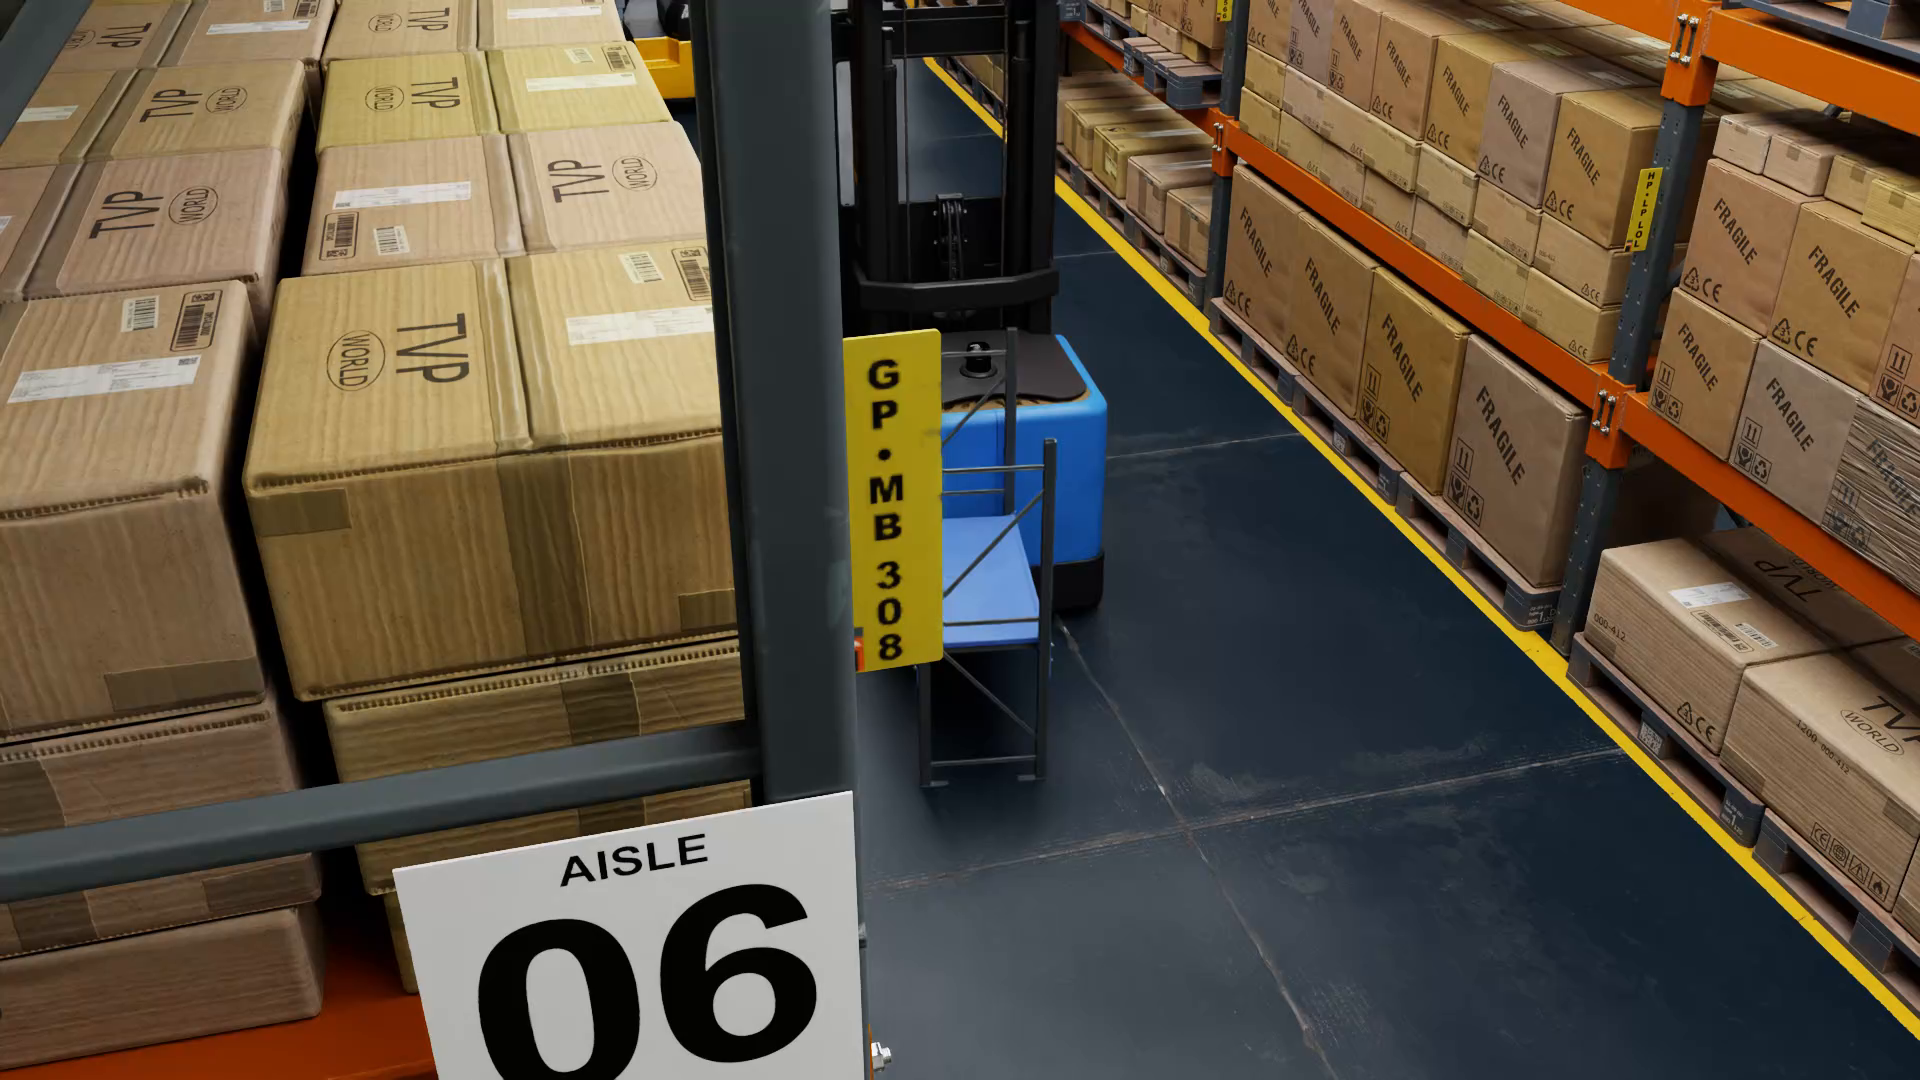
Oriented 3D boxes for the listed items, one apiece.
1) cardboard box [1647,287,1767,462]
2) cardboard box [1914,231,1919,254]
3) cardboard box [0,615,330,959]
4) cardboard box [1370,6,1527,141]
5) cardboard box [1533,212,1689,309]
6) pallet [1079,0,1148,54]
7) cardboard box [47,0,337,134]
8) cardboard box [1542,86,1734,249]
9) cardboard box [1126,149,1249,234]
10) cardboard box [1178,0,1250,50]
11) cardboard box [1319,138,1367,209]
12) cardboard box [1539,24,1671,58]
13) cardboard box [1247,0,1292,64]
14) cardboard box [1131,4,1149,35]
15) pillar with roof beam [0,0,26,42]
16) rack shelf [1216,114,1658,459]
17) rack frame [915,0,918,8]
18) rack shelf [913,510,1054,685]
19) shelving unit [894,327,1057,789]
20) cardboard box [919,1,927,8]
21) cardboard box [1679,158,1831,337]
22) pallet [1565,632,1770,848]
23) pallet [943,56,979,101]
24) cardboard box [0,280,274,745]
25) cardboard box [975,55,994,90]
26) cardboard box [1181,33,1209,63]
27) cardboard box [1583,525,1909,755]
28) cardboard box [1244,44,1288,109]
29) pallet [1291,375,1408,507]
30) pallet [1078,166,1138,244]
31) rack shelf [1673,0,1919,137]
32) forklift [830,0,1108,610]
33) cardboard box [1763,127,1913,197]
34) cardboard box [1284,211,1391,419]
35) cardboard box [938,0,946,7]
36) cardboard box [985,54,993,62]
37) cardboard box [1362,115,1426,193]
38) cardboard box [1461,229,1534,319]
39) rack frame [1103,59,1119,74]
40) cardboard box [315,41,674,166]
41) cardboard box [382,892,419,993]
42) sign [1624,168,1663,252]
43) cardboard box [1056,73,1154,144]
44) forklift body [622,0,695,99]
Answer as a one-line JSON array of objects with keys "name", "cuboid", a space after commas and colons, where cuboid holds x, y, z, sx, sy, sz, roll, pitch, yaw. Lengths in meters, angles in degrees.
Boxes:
[{"name": "cardboard box", "cuboid": [3.008, -0.652, 6.283, 0.500, 0.500, 0.500, -7, 31, -12]}, {"name": "cardboard box", "cuboid": [3.211, -0.940, 5.135, 0.380, 0.149, 0.250, -9, 31, -15]}, {"name": "cardboard box", "cuboid": [-0.968, 0.183, 1.799, 0.500, 0.250, 0.500, -8, 31, -14]}, {"name": "cardboard box", "cuboid": [2.363, -2.273, 8.085, 0.500, 0.500, 0.500, -7, 31, -12]}, {"name": "cardboard box", "cuboid": [2.784, -1.202, 6.984, 0.500, 0.250, 0.500, -8, 31, -13]}, {"name": "pallet", "cuboid": [1.509, -3.670, 11.788, 1.003, 0.211, 1.213, -8, 31, -13]}, {"name": "cardboard box", "cuboid": [-1.366, -0.777, 2.957, 0.500, 0.250, 0.500, -8, 31, -13]}, {"name": "cardboard box", "cuboid": [2.775, -1.529, 6.799, 0.500, 0.500, 0.500, -7, 31, -12]}, {"name": "cardboard box", "cuboid": [1.730, -2.476, 11.738, 0.950, 0.372, 0.625, -8, 31, -14]}, {"name": "cardboard box", "cuboid": [1.685, -3.339, 10.208, 0.500, 0.500, 0.500, -9, 31, -15]}, {"name": "cardboard box", "cuboid": [2.248, -1.968, 8.805, 0.500, 0.250, 0.500, -7, 31, -12]}, {"name": "cardboard box", "cuboid": [3.003, -2.082, 7.754, 0.500, 0.500, 0.500, -9, 31, -15]}, {"name": "cardboard box", "cuboid": [1.969, -3.008, 9.354, 0.500, 0.500, 0.500, -9, 31, -15]}, {"name": "cardboard box", "cuboid": [1.363, -3.492, 11.120, 0.380, 0.149, 0.250, -7, 31, -12]}, {"name": "pillar with roof beam", "cuboid": [1.817, -2.921, 4.314, 9.100, 9.000, 0.400, -8, 31, -13]}, {"name": "rack shelf", "cuboid": [2.605, -1.525, 8.609, 1.077, 0.370, 4.000, -8, 31, -13]}, {"name": "rack frame", "cuboid": [-0.050, -6.666, 16.773, 1.000, 3.000, 0.127, -8, 31, -13]}, {"name": "rack shelf", "cuboid": [0.038, 0.213, 6.744, 0.538, 0.185, 1.000, -3, 30, -5]}, {"name": "shelving unit", "cuboid": [0.038, 0.057, 6.654, 0.538, 1.500, 1.048, -3, 30, -5]}, {"name": "cardboard box", "cuboid": [-0.102, -5.232, 16.620, 0.500, 0.250, 0.500, -8, 31, -14]}, {"name": "cardboard box", "cuboid": [3.028, -1.084, 6.031, 0.500, 0.500, 0.500, -8, 31, -13]}, {"name": "pallet", "cuboid": [3.262, 0.714, 6.806, 1.003, 0.211, 1.213, -8, 31, -13]}, {"name": "pallet", "cuboid": [0.472, -4.437, 15.706, 1.003, 0.211, 1.213, -8, 31, -13]}, {"name": "cardboard box", "cuboid": [-0.975, -0.033, 1.672, 0.500, 0.250, 0.500, -9, 31, -15]}, {"name": "cardboard box", "cuboid": [0.445, -4.232, 14.892, 0.500, 0.250, 0.500, -9, 31, -15]}, {"name": "cardboard box", "cuboid": [1.619, -3.122, 10.482, 0.380, 0.149, 0.250, -7, 31, -13]}, {"name": "cardboard box", "cuboid": [3.199, 0.374, 6.748, 0.875, 0.438, 0.875, -8, 31, -14]}, {"name": "cardboard box", "cuboid": [1.970, -2.676, 9.530, 0.500, 0.250, 0.500, -8, 31, -14]}, {"name": "pallet", "cuboid": [2.531, -0.617, 9.104, 1.003, 0.211, 1.213, -8, 31, -13]}, {"name": "pallet", "cuboid": [1.548, -2.561, 12.464, 1.003, 0.211, 1.213, -8, 31, -13]}, {"name": "rack shelf", "cuboid": [3.666, -0.891, 4.519, 1.077, 0.370, 4.000, -8, 31, -13]}, {"name": "forklift", "cuboid": [-0.143, -1.606, 8.098, 1.130, 2.935, 3.031, -6, 31, -10]}, {"name": "cardboard box", "cuboid": [3.053, -1.319, 5.788, 0.380, 0.149, 0.250, -7, 31, -13]}, {"name": "cardboard box", "cuboid": [2.410, -1.289, 9.184, 0.875, 0.875, 0.875, -7, 31, -13]}, {"name": "cardboard box", "cuboid": [0.048, -5.293, 15.977, 0.500, 0.500, 0.500, -9, 31, -15]}, {"name": "cardboard box", "cuboid": [0.460, -4.546, 14.687, 0.500, 0.500, 0.500, -7, 31, -12]}, {"name": "cardboard box", "cuboid": [2.349, -1.937, 8.253, 0.500, 0.250, 0.500, -7, 31, -12]}, {"name": "cardboard box", "cuboid": [2.639, -1.235, 7.539, 0.500, 0.250, 0.500, -8, 31, -14]}, {"name": "rack frame", "cuboid": [1.012, -4.734, 13.435, 1.000, 3.000, 0.127, -8, 31, -13]}, {"name": "cardboard box", "cuboid": [-0.726, -0.592, 2.637, 0.500, 0.250, 0.500, -8, 31, -14]}, {"name": "cardboard box", "cuboid": [-0.448, 0.349, 1.909, 0.380, 0.149, 0.250, -7, 31, -12]}, {"name": "sign", "cuboid": [2.615, -1.260, 6.356, 0.100, 0.325, 0.005, -8, 31, -13]}, {"name": "cardboard box", "cuboid": [1.154, -3.526, 13.551, 0.950, 0.372, 0.625, -7, 31, -13]}, {"name": "forklift body", "cuboid": [-2.572, -4.964, 14.679, 2.313, 2.155, 1.214, -8, 31, -13]}]
